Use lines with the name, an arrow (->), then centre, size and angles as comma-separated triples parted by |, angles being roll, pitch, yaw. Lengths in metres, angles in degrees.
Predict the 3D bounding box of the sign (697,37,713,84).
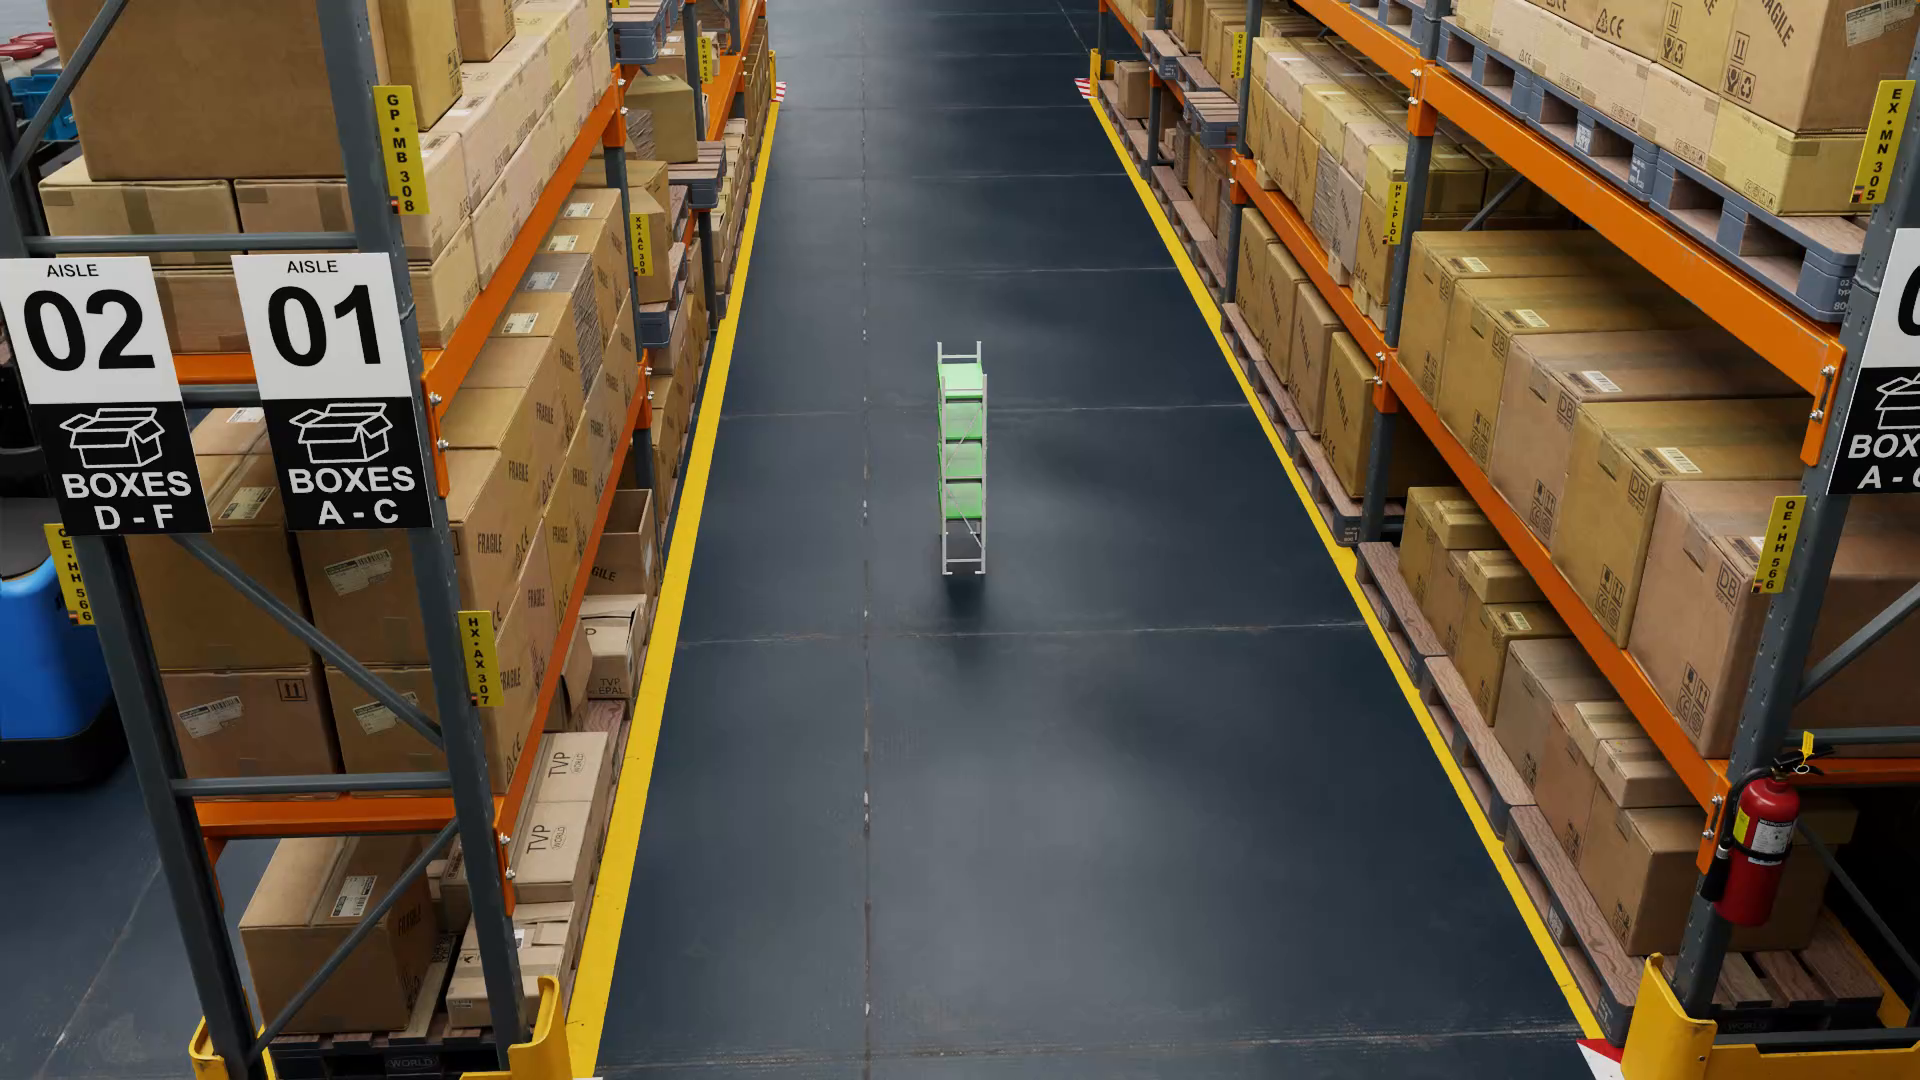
sign -> -1.831, -3.441, 11.938 | 0.100, 0.325, 0.005 | -1, 28, -3

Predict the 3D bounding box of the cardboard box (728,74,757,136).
cardboard box -> -2.293, -4.314, 16.486 | 0.500, 0.500, 0.500 | -1, 28, -3

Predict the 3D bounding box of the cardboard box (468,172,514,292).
cardboard box -> -1.741, -0.989, 5.321 | 0.500, 0.250, 0.500 | -1, 28, -3

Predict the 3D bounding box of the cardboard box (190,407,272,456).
cardboard box -> -2.280, -0.171, 5.645 | 0.500, 0.500, 0.500 | -1, 28, -1

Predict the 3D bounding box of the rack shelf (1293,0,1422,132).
rack shelf -> 2.679, -3.154, 10.088 | 1.077, 0.370, 4.000 | -1, 28, -3

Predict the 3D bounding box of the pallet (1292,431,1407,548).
pallet -> 2.668, -0.338, 10.169 | 1.003, 0.211, 1.213 | -1, 28, -3

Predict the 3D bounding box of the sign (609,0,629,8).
sign -> -1.622, -2.674, 7.831 | 0.100, 0.325, 0.005 | -1, 28, -3

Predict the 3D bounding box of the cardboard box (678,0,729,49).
cardboard box -> -2.611, -5.042, 16.065 | 0.700, 0.500, 0.500 | -2, 28, -4

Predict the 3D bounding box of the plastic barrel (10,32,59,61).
plastic barrel -> -7.659, -3.949, 13.931 | 0.433, 0.535, 0.433 | 0, 28, 0

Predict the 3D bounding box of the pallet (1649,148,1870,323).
pallet -> 2.943, -1.005, 5.286 | 1.003, 0.211, 1.213 | -1, 28, -3

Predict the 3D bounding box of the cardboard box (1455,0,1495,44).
cardboard box -> 2.556, -2.388, 7.441 | 0.500, 0.250, 0.500 | -1, 28, -3

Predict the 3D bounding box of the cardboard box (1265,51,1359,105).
cardboard box -> 2.369, -3.120, 11.227 | 0.500, 0.250, 0.500 | -2, 28, -3

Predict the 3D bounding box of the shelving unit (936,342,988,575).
shelving unit -> 0.009, -0.456, 9.326 | 0.258, 1.200, 0.503 | -1, 28, -3

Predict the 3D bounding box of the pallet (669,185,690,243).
pallet -> -2.266, -1.962, 10.476 | 1.003, 0.211, 1.213 | -1, 28, -3

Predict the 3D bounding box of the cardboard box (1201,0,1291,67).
cardboard box -> 2.446, -4.356, 14.274 | 0.700, 0.500, 0.500 | 2, 28, 4

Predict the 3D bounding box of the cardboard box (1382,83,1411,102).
cardboard box -> 2.931, -2.670, 10.363 | 0.500, 0.250, 0.500 | -2, 28, -4

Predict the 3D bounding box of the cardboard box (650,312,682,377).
cardboard box -> -1.998, -1.209, 10.240 | 0.500, 0.250, 0.500 | -1, 28, -3

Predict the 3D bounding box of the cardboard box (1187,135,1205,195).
cardboard box -> 2.498, -3.424, 15.298 | 0.700, 0.500, 0.500 | -2, 28, -4

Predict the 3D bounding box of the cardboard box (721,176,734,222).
cardboard box -> -2.167, -2.888, 13.957 | 0.500, 0.311, 0.500 | -2, 28, -4

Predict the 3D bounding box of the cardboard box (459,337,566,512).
cardboard box -> -1.771, -0.422, 6.127 | 0.500, 0.500, 0.500 | -1, 28, -2

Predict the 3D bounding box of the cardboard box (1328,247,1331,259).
cardboard box -> 2.459, -1.738, 10.089 | 0.380, 0.149, 0.250 | -1, 28, -3

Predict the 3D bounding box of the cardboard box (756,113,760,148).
cardboard box -> -2.324, -4.212, 17.102 | 0.500, 0.250, 0.500 | -1, 28, -3

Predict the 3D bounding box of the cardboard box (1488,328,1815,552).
cardboard box -> 2.876, -0.429, 7.004 | 0.980, 0.700, 0.700 | -3, 28, -5

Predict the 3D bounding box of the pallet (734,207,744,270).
pallet -> -2.437, -2.652, 14.607 | 1.003, 0.211, 1.213 | -1, 28, -3

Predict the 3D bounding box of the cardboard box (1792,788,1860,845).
cardboard box -> 3.062, 0.994, 6.148 | 0.380, 0.149, 0.250 | -1, 28, -2

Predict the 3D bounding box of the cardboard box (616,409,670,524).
cardboard box -> -1.945, -0.414, 9.528 | 0.500, 0.500, 0.500 | -3, 28, -5

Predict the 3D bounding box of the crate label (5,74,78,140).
crate label -> -7.101, -3.309, 12.812 | 0.502, 0.435, 0.616 | -1, 28, -3

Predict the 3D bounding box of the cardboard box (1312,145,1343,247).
cardboard box -> 2.453, -2.079, 10.042 | 0.500, 0.500, 0.500 | -1, 28, -3

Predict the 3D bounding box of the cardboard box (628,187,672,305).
cardboard box -> -1.965, -1.553, 8.922 | 0.700, 0.500, 0.500 | -11, 29, -20

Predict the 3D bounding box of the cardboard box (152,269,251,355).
cardboard box -> -2.245, -0.745, 4.854 | 0.500, 0.250, 0.500 | -1, 28, -3

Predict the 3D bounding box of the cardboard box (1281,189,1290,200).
cardboard box -> 2.430, -2.452, 11.458 | 0.380, 0.149, 0.250 | -2, 28, -3

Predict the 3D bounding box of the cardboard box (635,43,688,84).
cardboard box -> -2.476, -3.764, 13.616 | 0.500, 0.500, 0.500 | -3, 28, -5

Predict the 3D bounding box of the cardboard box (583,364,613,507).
cardboard box -> -1.824, -0.443, 7.247 | 0.500, 0.500, 0.500 | -1, 28, -1

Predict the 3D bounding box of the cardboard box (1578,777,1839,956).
cardboard box -> 2.856, 1.229, 6.399 | 0.700, 0.500, 0.500 | -1, 28, -3

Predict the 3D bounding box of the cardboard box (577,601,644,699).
cardboard box -> -1.811, 0.501, 7.977 | 0.500, 0.311, 0.500 | -1, 28, -3

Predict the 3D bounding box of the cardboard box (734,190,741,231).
cardboard box -> -2.193, -2.870, 14.529 | 0.500, 0.250, 0.500 | -1, 28, -2

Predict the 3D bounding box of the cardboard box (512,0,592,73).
cardboard box -> -1.844, -2.134, 6.977 | 0.500, 0.250, 0.500 | -1, 28, -3

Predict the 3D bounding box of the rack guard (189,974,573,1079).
rack guard -> -1.959, 1.822, 5.716 | 1.175, 0.500, 0.348 | -1, 28, -3

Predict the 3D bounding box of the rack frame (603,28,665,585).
rack frame -> -2.164, -1.098, 8.612 | 1.000, 3.000, 0.127 | -1, 28, -3

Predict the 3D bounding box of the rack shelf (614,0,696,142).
rack shelf -> -2.268, -3.033, 9.856 | 1.077, 0.370, 4.000 | -1, 28, -3

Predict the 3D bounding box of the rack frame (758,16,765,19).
rack frame -> -2.790, -6.640, 19.237 | 1.000, 3.000, 0.127 | -1, 28, -3

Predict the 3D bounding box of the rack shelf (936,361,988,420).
rack shelf -> 0.009, -0.824, 9.134 | 0.258, 0.148, 0.480 | -1, 28, -3

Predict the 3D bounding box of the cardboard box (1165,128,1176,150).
cardboard box -> 2.308, -4.099, 16.954 | 0.380, 0.166, 0.250 | -5, 28, -9

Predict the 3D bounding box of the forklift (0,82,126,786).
forklift -> -4.518, -0.826, 8.164 | 1.130, 2.935, 3.031 | -2, 28, -3

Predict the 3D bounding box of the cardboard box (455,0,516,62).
cardboard box -> -2.005, -2.000, 5.908 | 0.700, 0.500, 0.500 | -1, 28, -3

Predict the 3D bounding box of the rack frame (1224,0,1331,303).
rack frame -> 2.574, -3.067, 12.386 | 1.000, 3.000, 0.127 | -1, 28, -3

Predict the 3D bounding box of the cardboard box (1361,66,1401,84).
cardboard box -> 2.904, -2.905, 10.814 | 0.500, 0.250, 0.500 | -2, 28, -4

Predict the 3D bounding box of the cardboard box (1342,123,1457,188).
cardboard box -> 2.486, -2.183, 9.430 | 0.500, 0.250, 0.500 | -1, 28, -2

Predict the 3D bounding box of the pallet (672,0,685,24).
pallet -> -2.185, -3.127, 9.461 | 1.213, 0.211, 1.003 | -1, 28, -3

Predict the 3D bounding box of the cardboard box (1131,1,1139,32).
cardboard box -> 2.020, -5.298, 16.805 | 0.500, 0.250, 0.500 | -1, 28, -2

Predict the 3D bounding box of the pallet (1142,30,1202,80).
pallet -> 2.260, -4.473, 15.289 | 1.003, 0.211, 1.213 | -1, 28, -3
